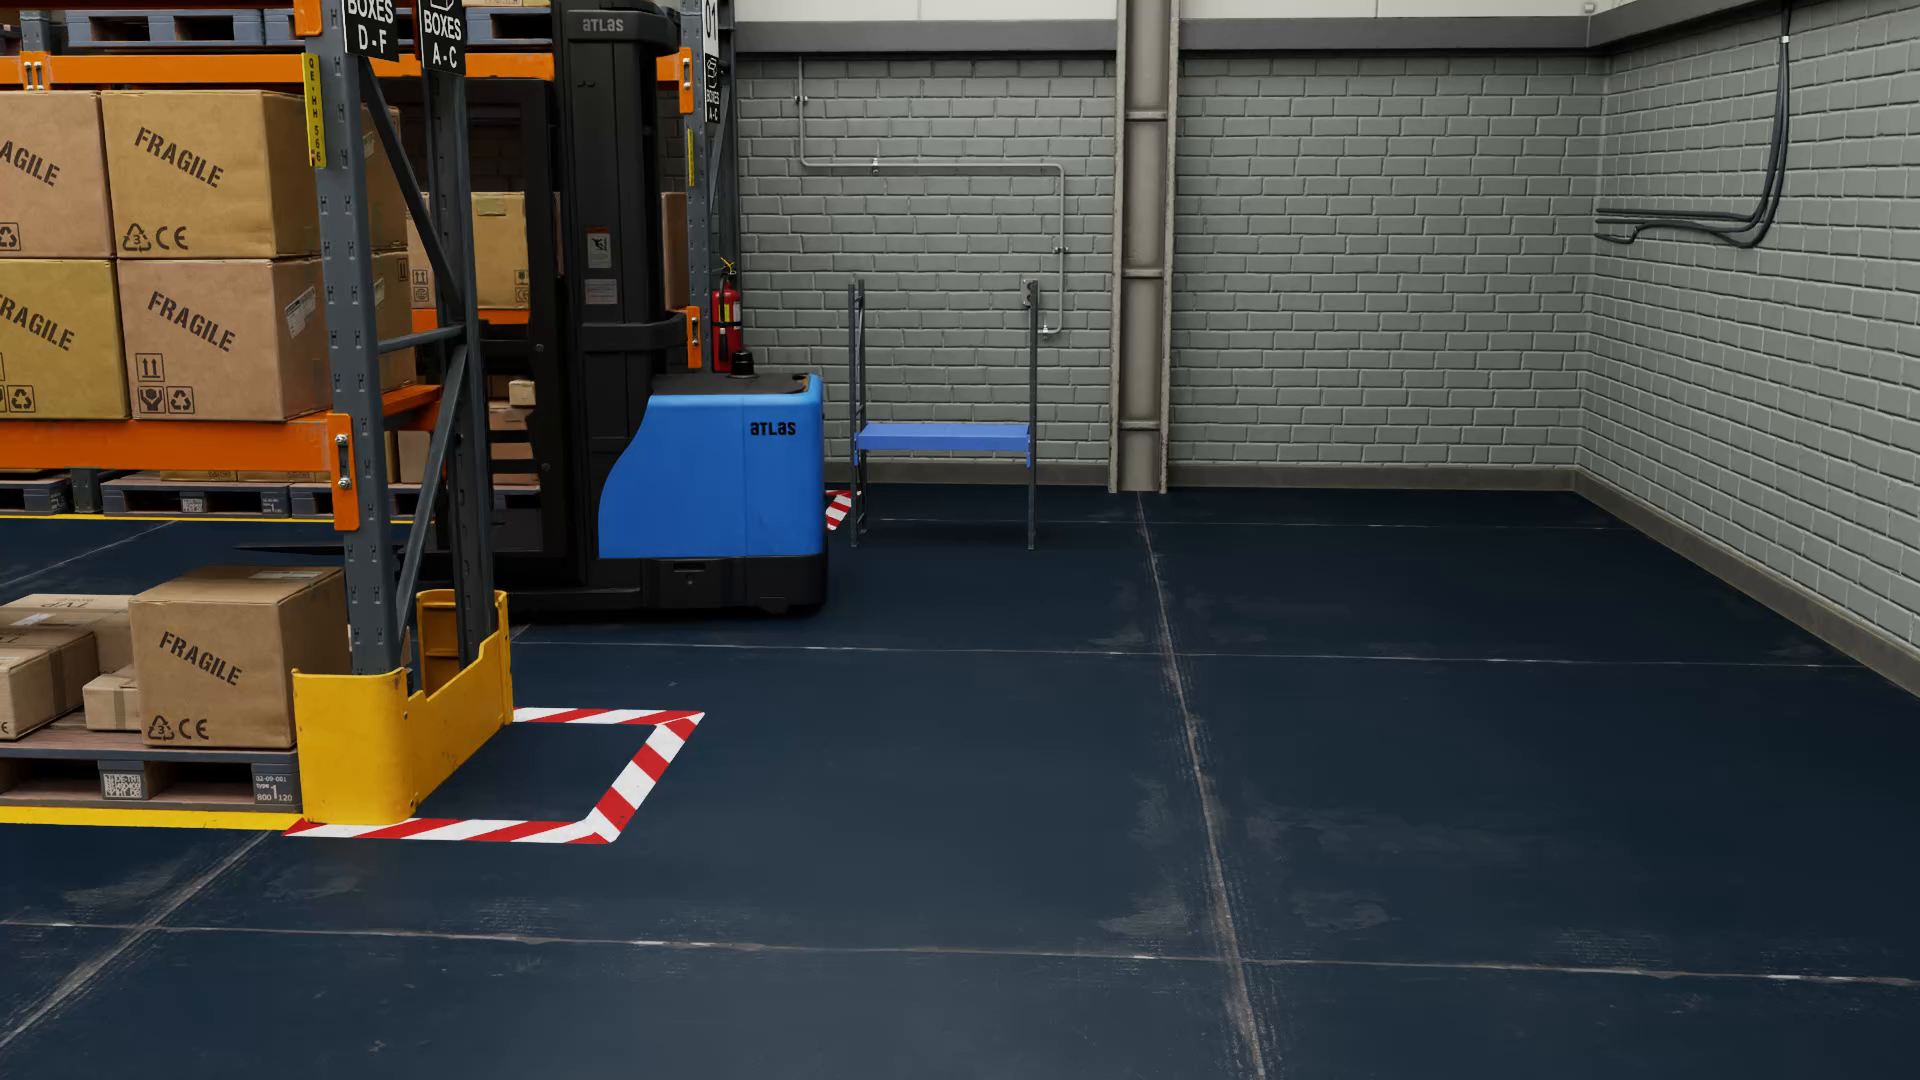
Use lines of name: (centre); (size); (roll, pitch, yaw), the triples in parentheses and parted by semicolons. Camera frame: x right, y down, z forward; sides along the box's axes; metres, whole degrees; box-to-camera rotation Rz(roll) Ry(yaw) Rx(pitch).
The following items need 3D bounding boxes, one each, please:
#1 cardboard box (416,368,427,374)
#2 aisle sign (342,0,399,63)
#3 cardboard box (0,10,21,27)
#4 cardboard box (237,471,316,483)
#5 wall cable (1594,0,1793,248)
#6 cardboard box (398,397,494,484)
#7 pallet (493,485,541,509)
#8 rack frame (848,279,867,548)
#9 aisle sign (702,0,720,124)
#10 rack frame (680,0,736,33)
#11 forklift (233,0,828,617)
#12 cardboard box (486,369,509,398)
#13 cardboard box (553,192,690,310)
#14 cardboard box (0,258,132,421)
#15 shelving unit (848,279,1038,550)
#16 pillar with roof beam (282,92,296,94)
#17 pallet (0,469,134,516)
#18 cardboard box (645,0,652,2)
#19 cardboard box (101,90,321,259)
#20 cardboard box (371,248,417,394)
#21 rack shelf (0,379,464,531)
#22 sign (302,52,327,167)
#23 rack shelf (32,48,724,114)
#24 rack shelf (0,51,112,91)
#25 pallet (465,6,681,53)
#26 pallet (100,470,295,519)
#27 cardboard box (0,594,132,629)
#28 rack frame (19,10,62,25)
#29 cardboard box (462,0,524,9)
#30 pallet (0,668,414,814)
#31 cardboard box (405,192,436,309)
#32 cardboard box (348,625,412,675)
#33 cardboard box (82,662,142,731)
cardboard box: (-3.617, -1.027, 10.846); (0.250, 0.149, 0.380); (1, 12, 3)
aisle sign: (-1.812, -1.875, 5.058); (0.004, 0.787, 0.394); (1, 12, 4)
cardboard box: (-6.394, -3.500, 10.530); (0.500, 0.500, 0.700); (0, 12, 1)
cardboard box: (-4.283, -0.677, 10.756); (0.500, 0.500, 0.700); (1, 12, 3)
wall cable: (4.087, -2.945, 9.451); (0.112, 2.526, 3.097); (1, 12, 4)
cardboard box: (-3.239, -0.663, 10.692); (0.500, 0.500, 0.700); (0, 12, 2)
pallet: (-2.336, -0.309, 10.728); (1.213, 0.211, 1.003); (1, 12, 4)
rack frame: (-0.592, -0.742, 9.653); (0.032, 1.500, 0.500); (1, 12, 4)
aisle sign: (-1.481, -2.889, 9.903); (0.004, 0.787, 0.394); (1, 12, 4)
rack frame: (-1.533, -4.615, 9.852); (0.127, 3.000, 1.000); (1, 12, 4)
forklift: (-2.187, -1.142, 8.070); (3.031, 2.935, 1.130); (-1, 12, -4)
cardboard box: (-3.109, -1.020, 10.813); (0.250, 0.149, 0.380); (1, 12, 5)
cardboard box: (-2.042, -1.830, 10.459); (0.700, 0.700, 0.980); (1, 12, 6)
cardboard box: (-2.843, -0.672, 5.412); (0.500, 0.500, 0.500); (1, 12, 4)
shelving unit: (-0.085, -0.735, 9.620); (1.048, 1.500, 0.538); (1, 12, 4)
pillar with roof beam: (-5.055, -3.957, 6.708); (0.400, 9.000, 9.100); (1, 12, 4)
pallet: (-6.299, -0.364, 10.990); (1.213, 0.211, 1.003); (1, 12, 4)
cardboard box: (-2.245, -3.388, 10.409); (0.500, 0.250, 0.500); (1, 12, 7)
cardboard box: (-2.322, -1.155, 5.276); (0.500, 0.500, 0.500); (1, 12, 3)
cardboard box: (-2.285, -0.775, 5.905); (0.500, 0.500, 0.500); (1, 12, 5)
rack shelf: (-3.855, -0.342, 5.833); (4.000, 0.370, 1.077); (1, 12, 4)
sign: (-1.917, -1.275, 4.937); (0.005, 0.325, 0.100); (1, 12, 4)
rack shelf: (-3.528, -2.822, 10.364); (4.000, 0.370, 1.077); (1, 12, 4)
rack shelf: (-7.519, -2.877, 10.625); (4.000, 0.370, 1.077); (1, 12, 4)
pallet: (-2.273, -3.111, 10.207); (1.213, 0.211, 1.003); (1, 12, 4)
pallet: (-4.770, -0.342, 10.887); (1.213, 0.211, 1.003); (1, 12, 4)
cardboard box: (-3.381, 0.385, 6.243); (0.500, 0.250, 0.500); (1, 12, 4)
rack frame: (-5.524, -4.670, 10.114); (0.127, 3.000, 1.000); (1, 12, 4)
cardboard box: (-2.800, -3.291, 9.943); (0.500, 0.250, 0.500); (0, 12, 2)
pallet: (-2.731, 0.687, 5.970); (1.213, 0.211, 1.003); (1, 12, 4)
cardboard box: (-3.529, -1.850, 10.555); (0.700, 0.700, 0.980); (0, 12, 1)
cardboard box: (-2.255, 0.438, 6.238); (0.250, 0.149, 0.380); (1, 12, 4)
cardboard box: (-2.817, 0.524, 5.783); (0.250, 0.166, 0.380); (1, 12, 4)
